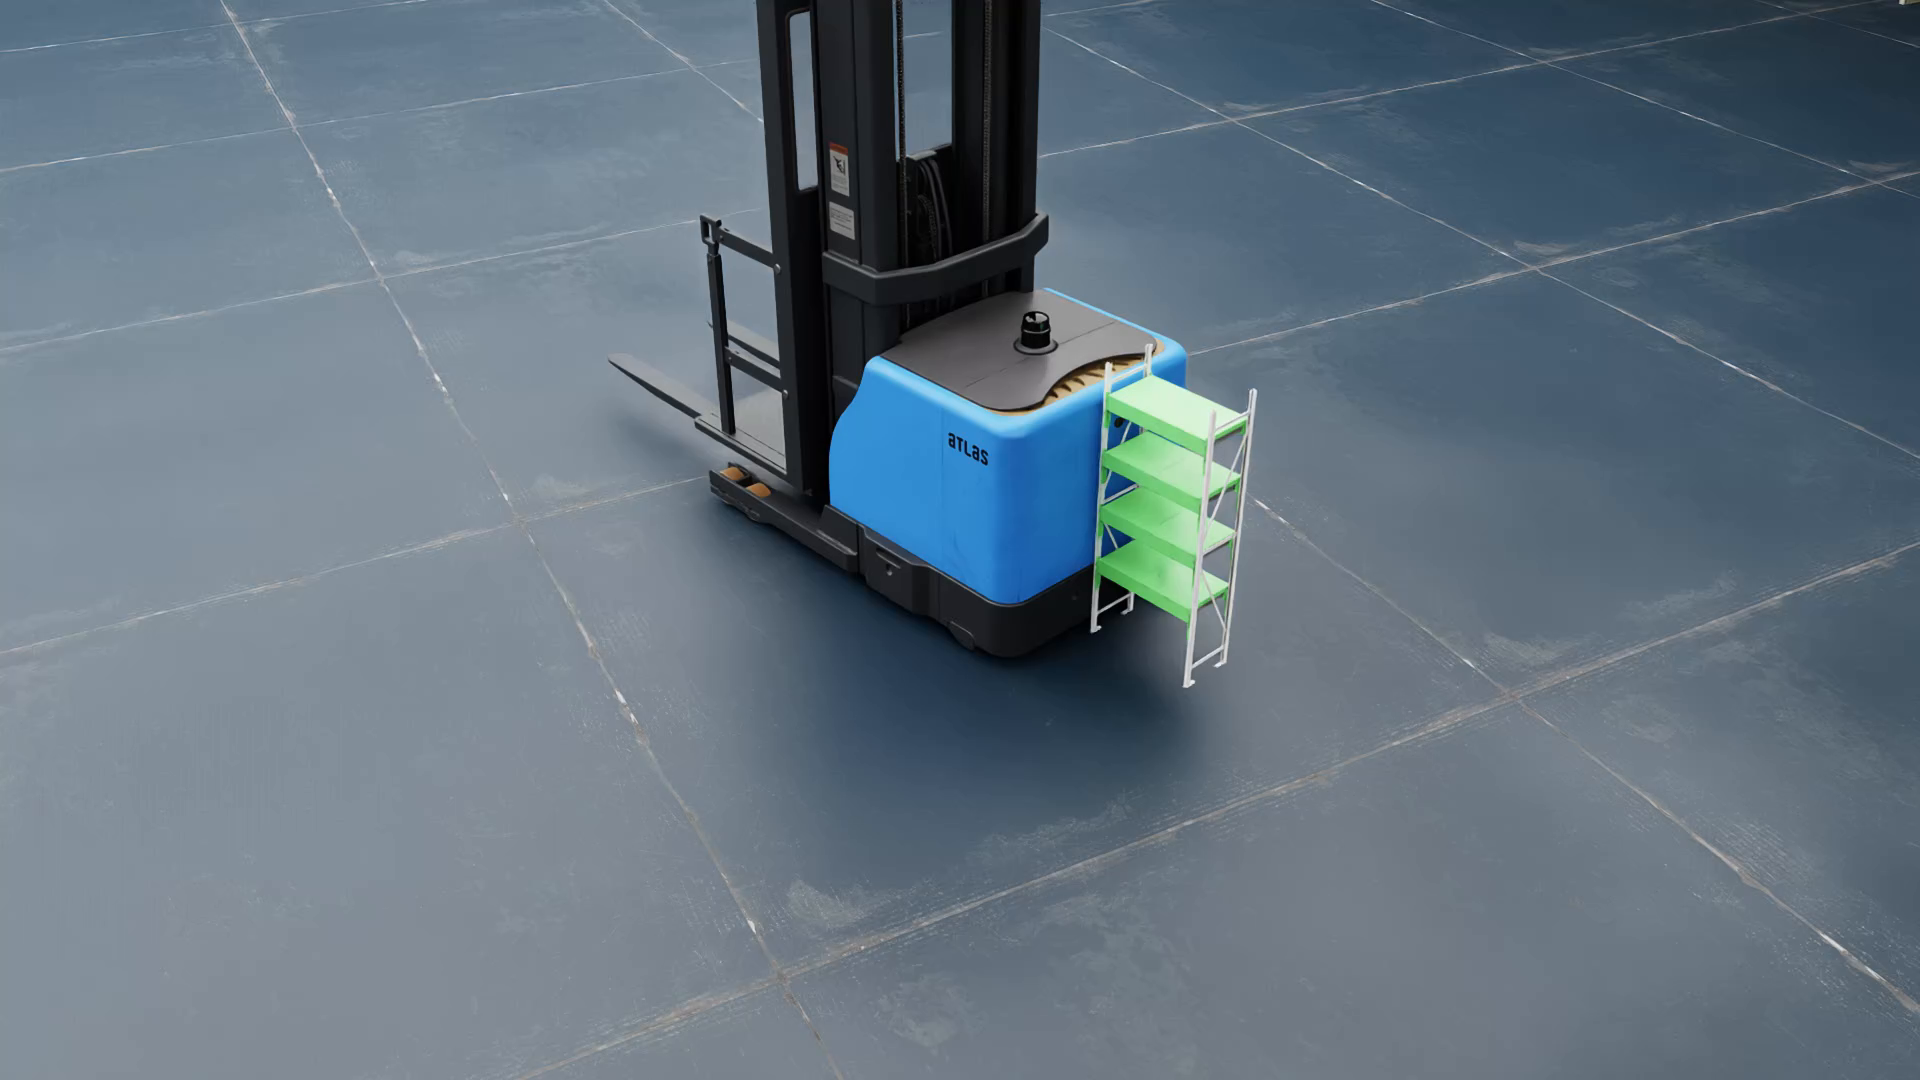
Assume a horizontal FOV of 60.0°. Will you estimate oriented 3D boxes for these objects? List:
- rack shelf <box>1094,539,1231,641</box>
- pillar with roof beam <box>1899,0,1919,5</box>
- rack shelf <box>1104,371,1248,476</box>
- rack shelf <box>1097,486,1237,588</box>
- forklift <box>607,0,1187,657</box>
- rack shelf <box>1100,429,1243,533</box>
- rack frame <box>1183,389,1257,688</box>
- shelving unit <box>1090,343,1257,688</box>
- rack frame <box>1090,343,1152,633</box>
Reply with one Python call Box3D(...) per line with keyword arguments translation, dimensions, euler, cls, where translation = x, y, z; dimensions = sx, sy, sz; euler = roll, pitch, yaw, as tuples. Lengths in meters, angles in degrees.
Box3D(translation=(0.782, 0.176, 6.424), dimensions=(0.258, 0.148, 0.480), euler=(-27, 42, -35), cls="rack shelf")
Box3D(translation=(4.510, -7.531, 10.664), dimensions=(9.100, 9.000, 0.400), euler=(-16, 36, -23), cls="pillar with roof beam")
Box3D(translation=(0.785, -0.429, 6.033), dimensions=(0.258, 0.148, 0.480), euler=(-27, 42, -35), cls="rack shelf")
Box3D(translation=(0.783, -0.026, 6.294), dimensions=(0.258, 0.148, 0.480), euler=(-27, 42, -35), cls="rack shelf")
Box3D(translation=(-0.476, -1.486, 6.853), dimensions=(1.130, 2.935, 3.031), euler=(-27, 41, -35), cls="forklift")
Box3D(translation=(0.784, -0.227, 6.163), dimensions=(0.258, 0.148, 0.480), euler=(-27, 42, -35), cls="rack shelf")
Box3D(translation=(0.950, 0.018, 6.110), dimensions=(0.240, 1.200, 0.015), euler=(-27, 42, -35), cls="rack frame")
Box3D(translation=(0.783, -0.079, 6.259), dimensions=(0.258, 1.200, 0.503), euler=(-27, 42, -35), cls="shelving unit")
Box3D(translation=(0.616, -0.177, 6.408), dimensions=(0.240, 1.200, 0.015), euler=(-27, 42, -35), cls="rack frame")
